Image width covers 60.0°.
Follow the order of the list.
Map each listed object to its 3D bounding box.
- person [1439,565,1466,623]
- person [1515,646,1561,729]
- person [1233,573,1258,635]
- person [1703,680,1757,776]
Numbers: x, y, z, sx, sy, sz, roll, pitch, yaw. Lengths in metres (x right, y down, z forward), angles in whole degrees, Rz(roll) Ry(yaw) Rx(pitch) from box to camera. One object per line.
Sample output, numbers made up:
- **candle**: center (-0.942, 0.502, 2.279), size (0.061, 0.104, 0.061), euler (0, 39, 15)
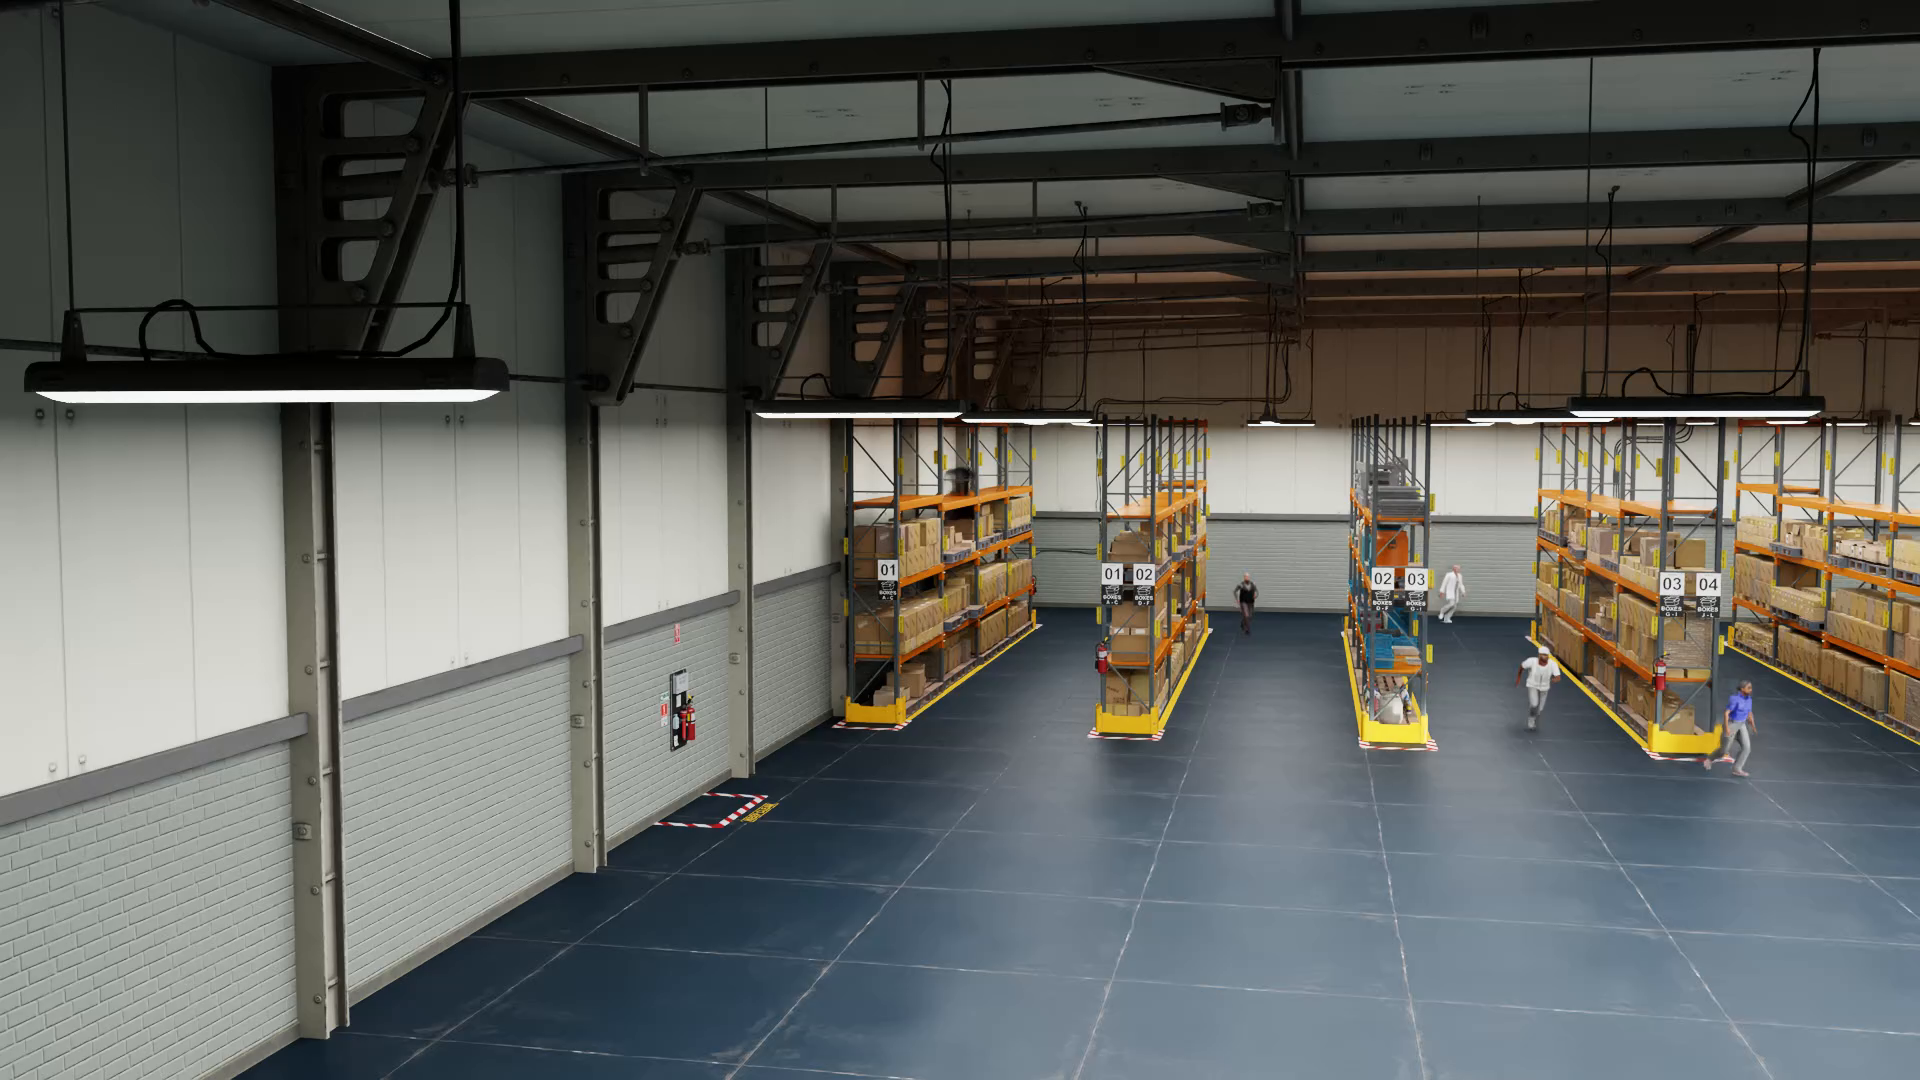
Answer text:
- **person**: center (14.531, 1.584, 49.082), size (0.703, 1.729, 0.618), euler (-2, 4, -28)
- **person**: center (10.946, 2.796, 31.454), size (0.722, 1.624, 0.965), euler (0, 4, 2)
- **person**: center (8.031, 1.789, 46.597), size (0.691, 1.716, 0.774), euler (-1, 4, -14)
- **person**: center (12.813, 3.088, 27.648), size (0.633, 1.587, 0.733), euler (-2, 4, -27)
